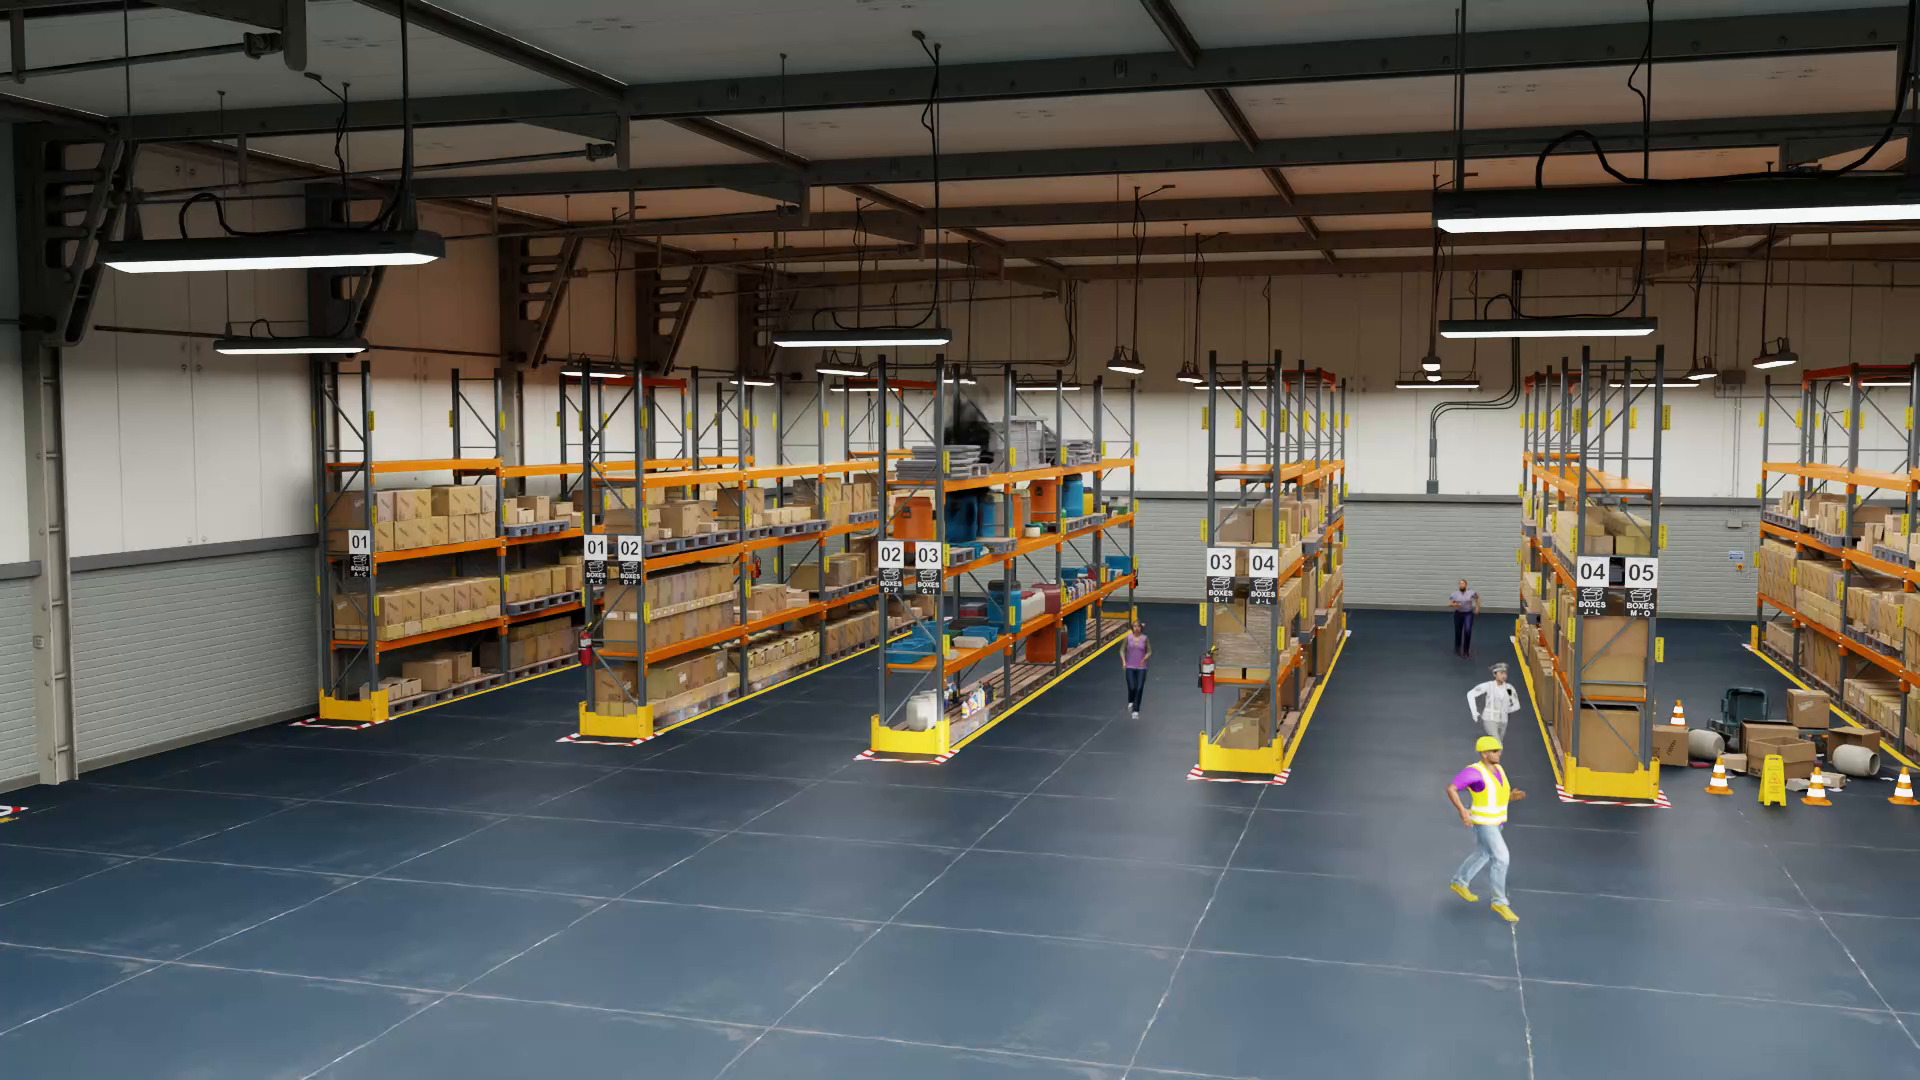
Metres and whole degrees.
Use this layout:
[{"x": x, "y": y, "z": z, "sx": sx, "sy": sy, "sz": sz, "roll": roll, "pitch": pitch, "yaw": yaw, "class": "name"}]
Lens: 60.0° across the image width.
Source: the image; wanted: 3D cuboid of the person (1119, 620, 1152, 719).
[{"x": 2.786, "y": 2.050, "z": 26.384, "sx": 0.507, "sy": 1.563, "sz": 0.467, "roll": 0, "pitch": 4, "yaw": 4, "class": "person"}]

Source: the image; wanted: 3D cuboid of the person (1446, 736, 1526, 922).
[{"x": 5.357, "y": 2.902, "z": 16.922, "sx": 0.820, "sy": 1.821, "sz": 0.677, "roll": 4, "pitch": 6, "yaw": 43, "class": "person"}]

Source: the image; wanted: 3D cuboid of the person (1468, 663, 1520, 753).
[{"x": 7.392, "y": 2.539, "z": 22.932, "sx": 0.612, "sy": 1.713, "sz": 0.619, "roll": -1, "pitch": 4, "yaw": -15, "class": "person"}]

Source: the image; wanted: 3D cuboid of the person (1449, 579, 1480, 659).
[{"x": 10.720, "y": 1.666, "z": 35.368, "sx": 0.610, "sy": 1.691, "sz": 0.868, "roll": 2, "pitch": 4, "yaw": 22, "class": "person"}]
